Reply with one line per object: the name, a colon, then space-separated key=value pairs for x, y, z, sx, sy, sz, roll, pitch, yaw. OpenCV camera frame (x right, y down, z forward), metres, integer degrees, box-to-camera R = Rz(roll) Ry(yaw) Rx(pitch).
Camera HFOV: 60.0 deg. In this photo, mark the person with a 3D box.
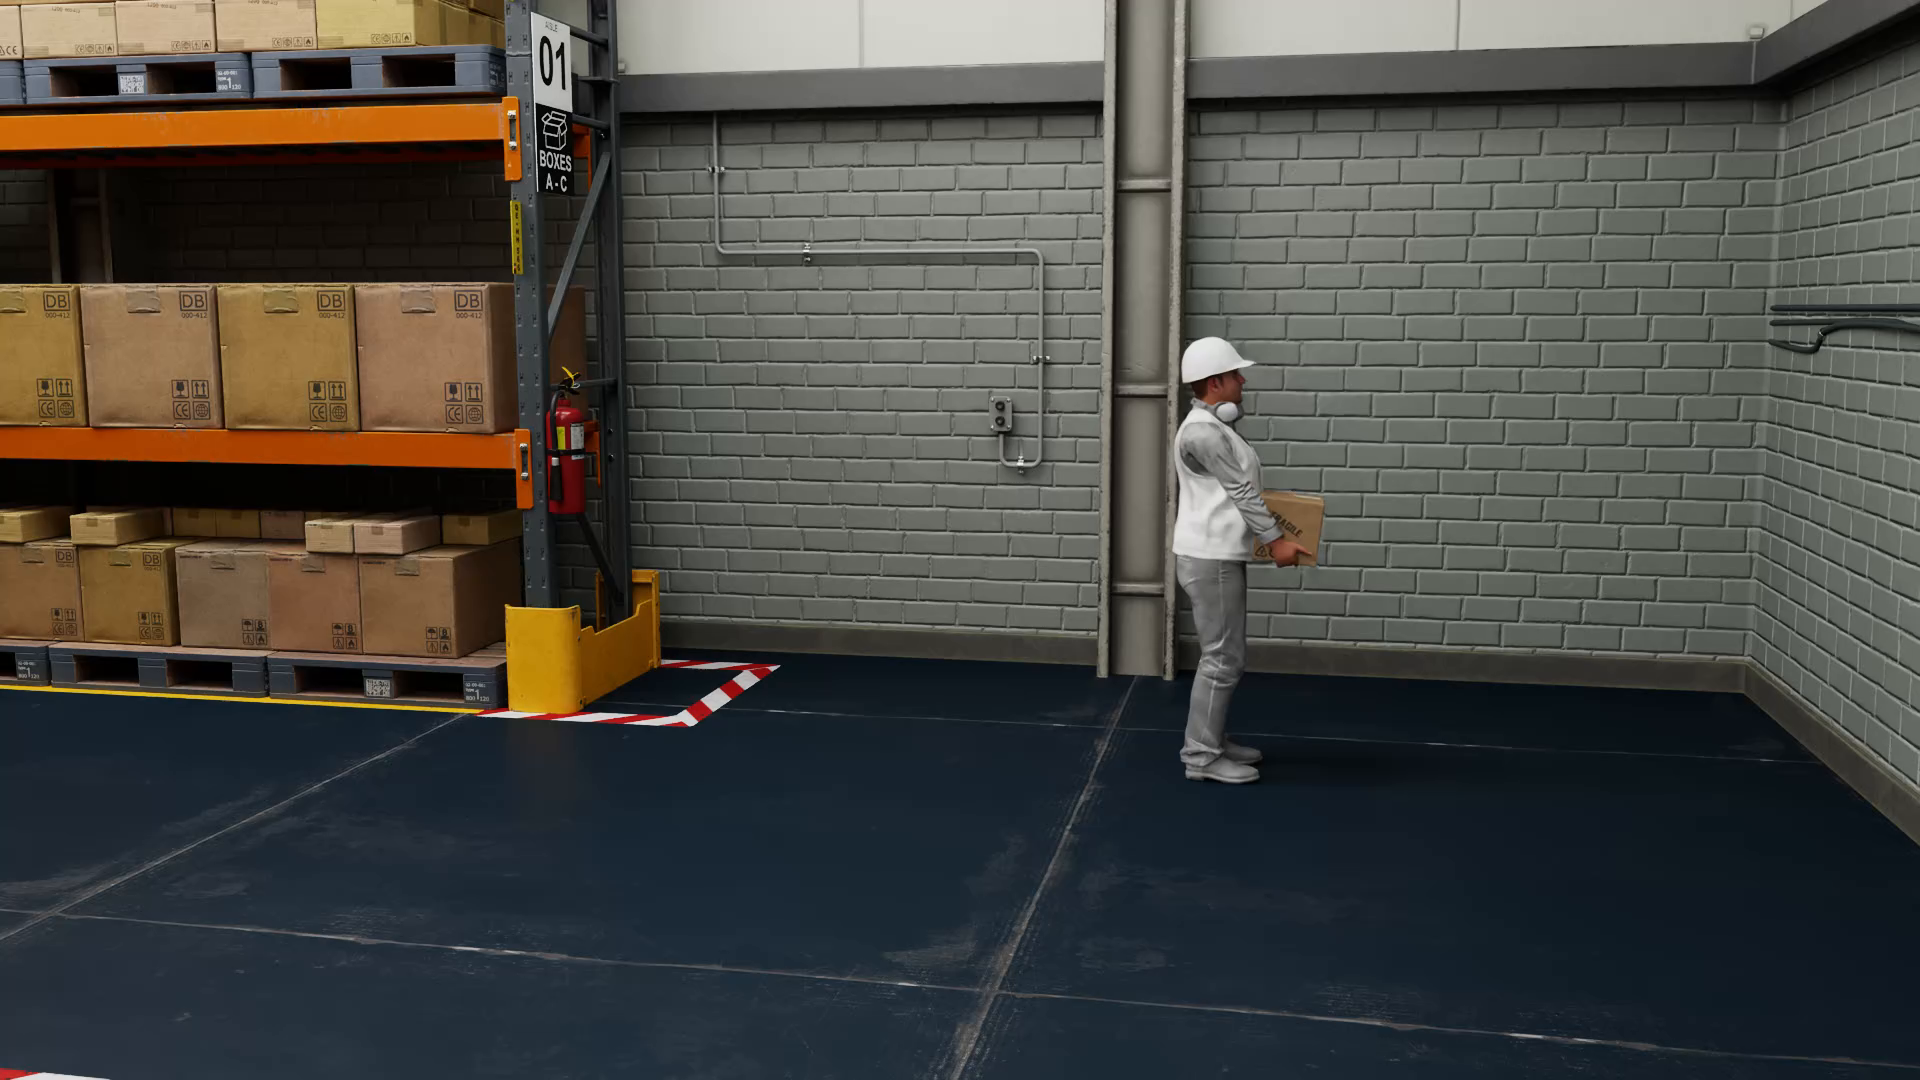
person: x=1.139 y=0.072 z=6.717 sx=0.554 sy=1.768 sz=0.495 roll=2 pitch=8 yaw=12
